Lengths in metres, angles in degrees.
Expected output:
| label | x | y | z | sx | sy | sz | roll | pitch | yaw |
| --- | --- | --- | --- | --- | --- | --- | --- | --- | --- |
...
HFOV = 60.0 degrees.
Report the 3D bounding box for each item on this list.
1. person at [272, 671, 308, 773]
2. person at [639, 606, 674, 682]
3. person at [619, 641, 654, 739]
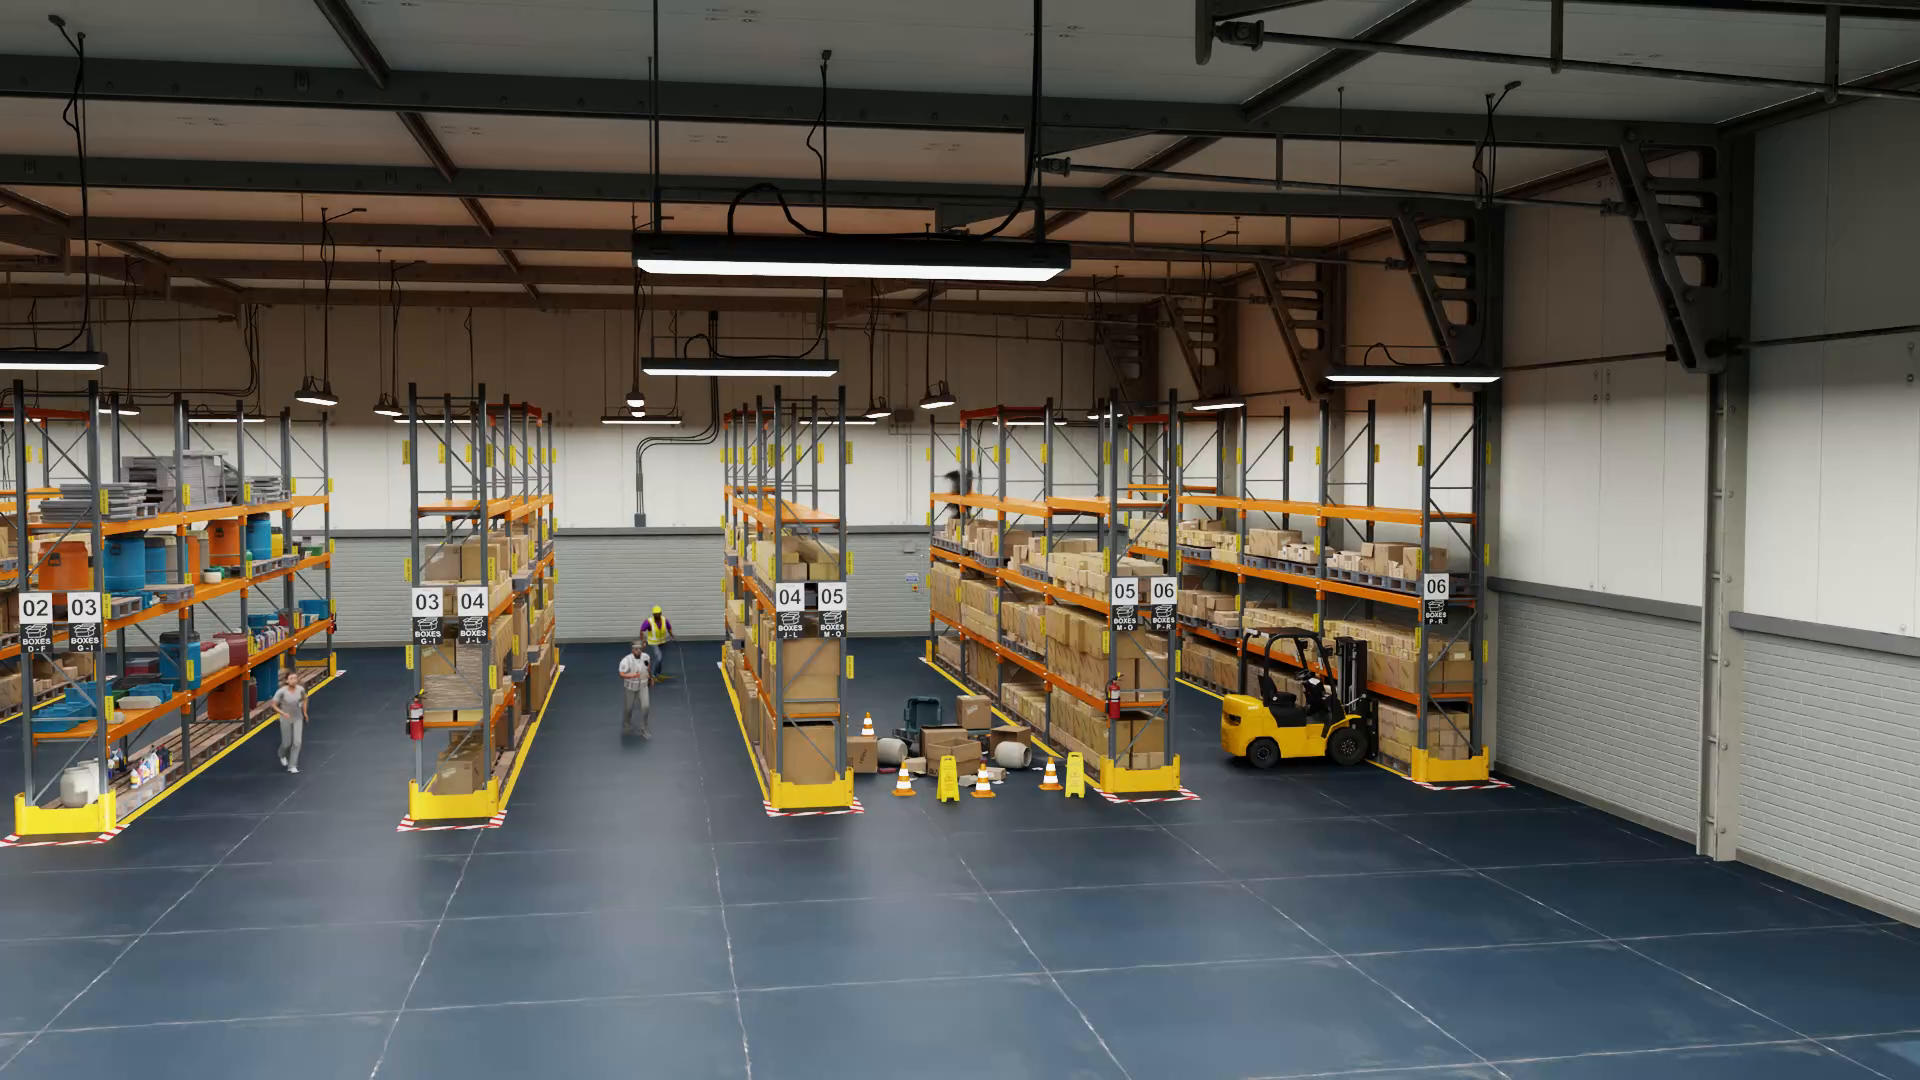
| label | x | y | z | sx | sy | sz | roll | pitch | yaw |
| --- | --- | --- | --- | --- | --- | --- | --- | --- | --- |
| person | -10.637 | 2.868 | 26.379 | 0.561 | 1.617 | 0.734 | -2 | 4 | -36 |
| person | -6.681 | 2.318 | 36.888 | 0.826 | 1.723 | 0.682 | 2 | 4 | 40 |
| person | -5.784 | 2.642 | 29.683 | 0.669 | 1.755 | 1.000 | -1 | 3 | -26 |
